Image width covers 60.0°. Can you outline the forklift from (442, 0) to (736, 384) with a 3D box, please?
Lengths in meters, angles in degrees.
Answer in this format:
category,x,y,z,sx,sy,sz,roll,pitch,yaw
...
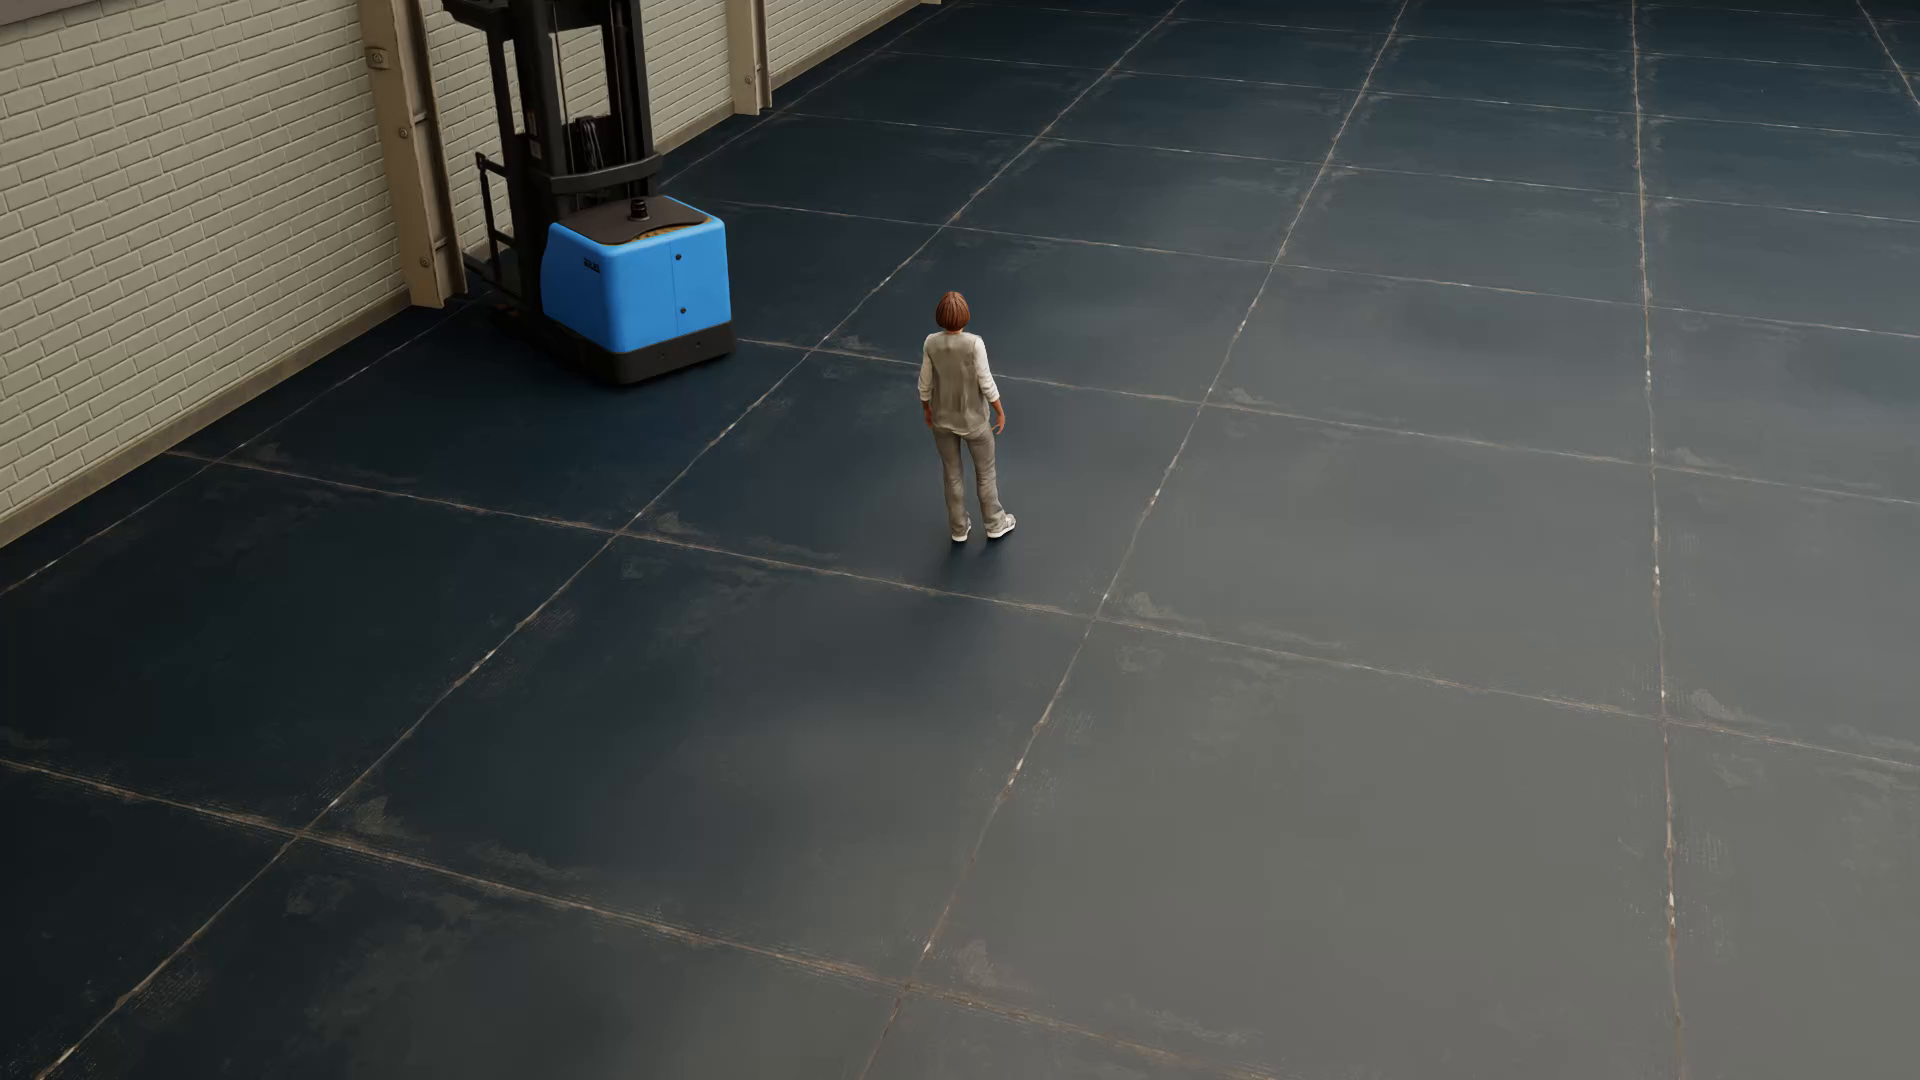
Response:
category,x,y,z,sx,sy,sz,roll,pitch,yaw
forklift,-3.033,-3.037,12.465,1.130,2.935,3.031,-23,37,-35

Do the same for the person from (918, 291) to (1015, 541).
category,x,y,z,sx,sy,sz,roll,pitch,yaw
person,0.038,-0.733,9.754,0.520,1.599,0.473,10,31,16
